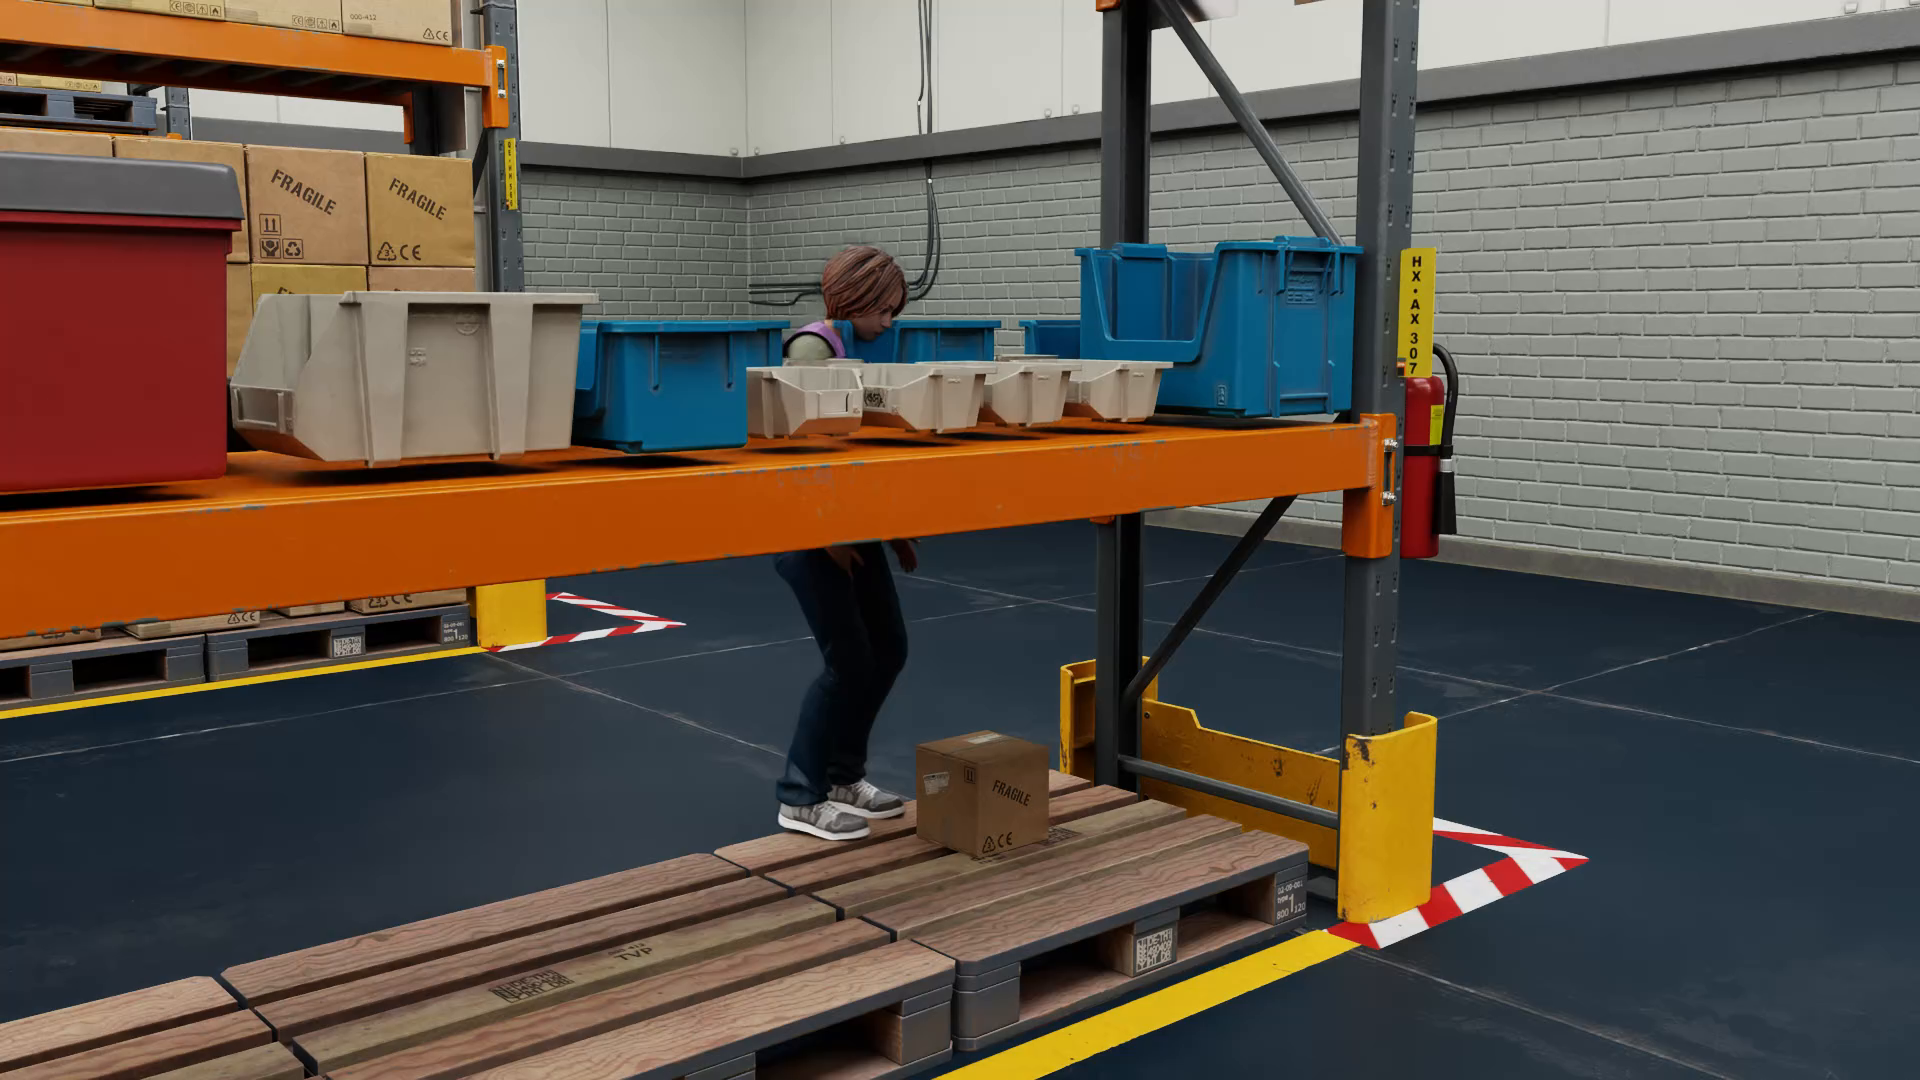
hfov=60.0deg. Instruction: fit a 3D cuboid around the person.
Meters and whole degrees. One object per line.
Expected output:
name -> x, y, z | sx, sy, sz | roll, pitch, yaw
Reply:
person -> -0.317, 0.002, 4.452 | 0.377, 1.554, 0.423 | 3, 8, 23
